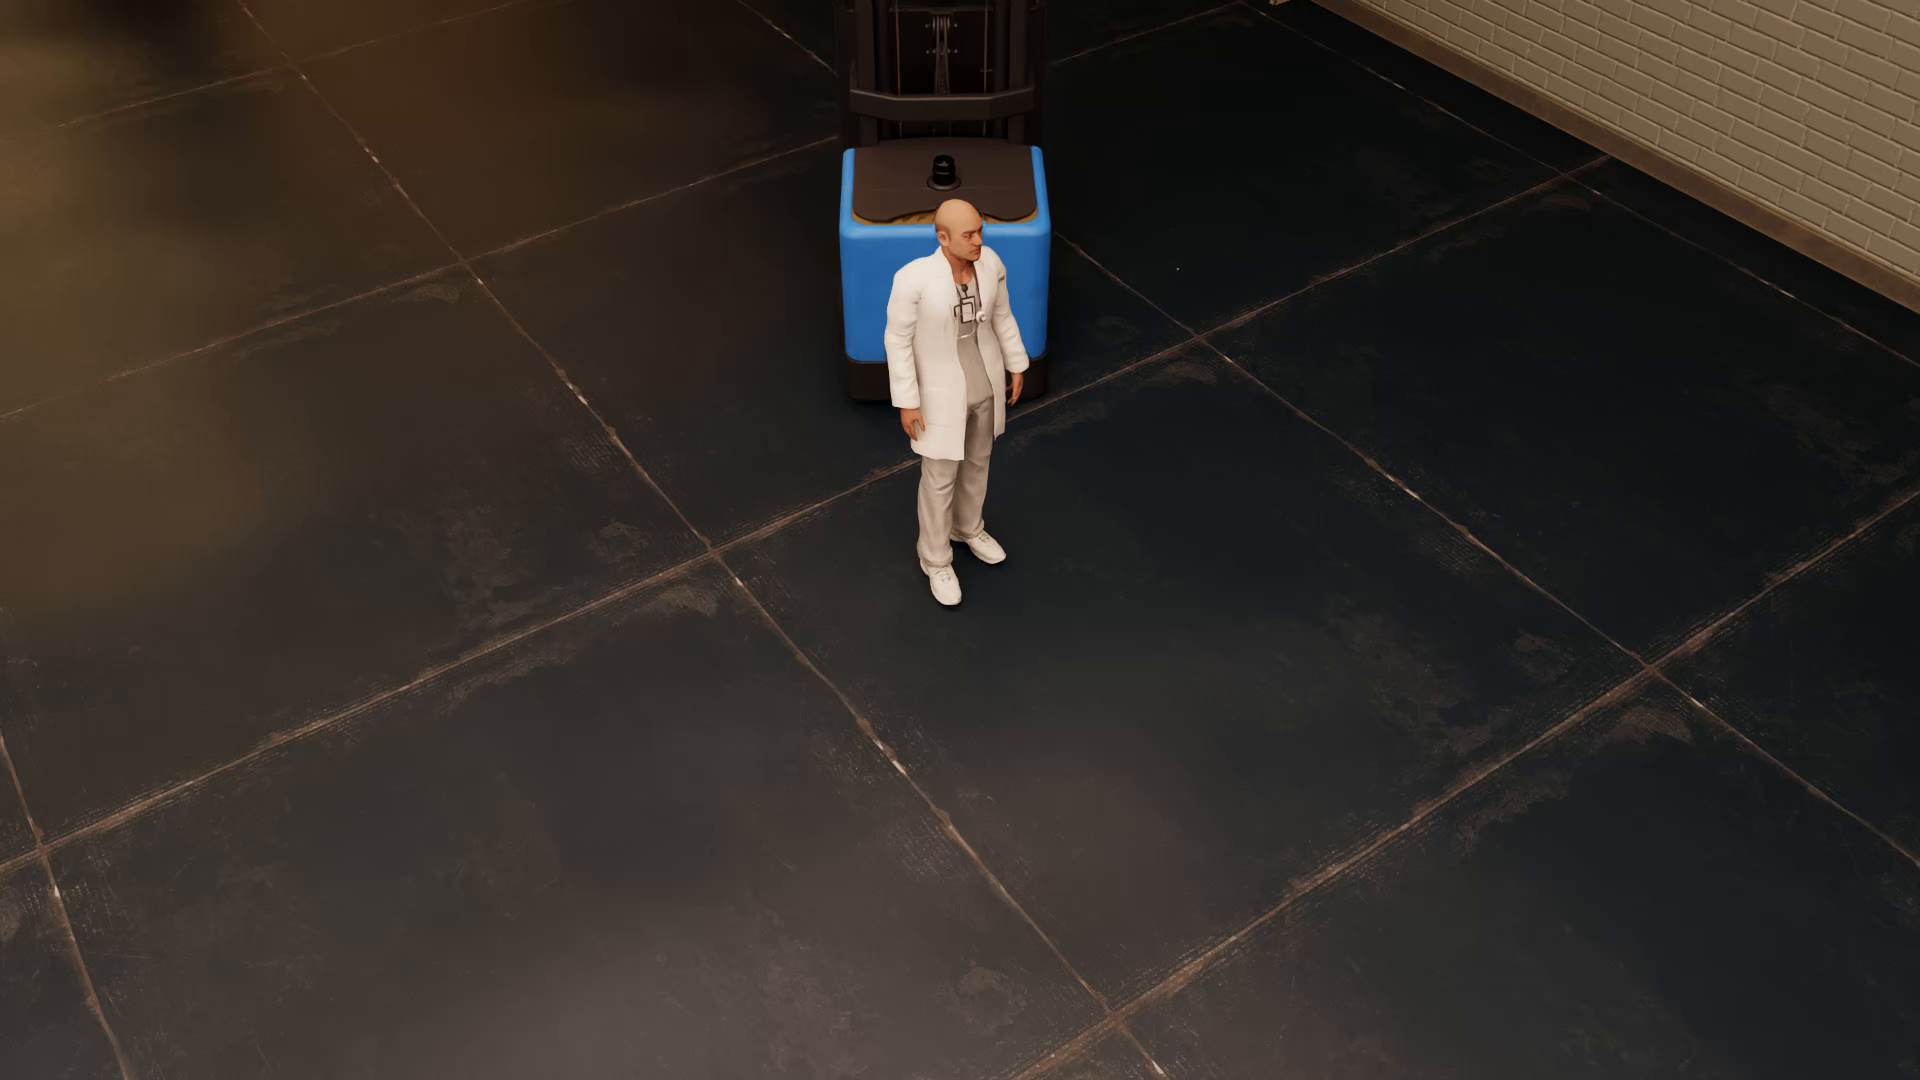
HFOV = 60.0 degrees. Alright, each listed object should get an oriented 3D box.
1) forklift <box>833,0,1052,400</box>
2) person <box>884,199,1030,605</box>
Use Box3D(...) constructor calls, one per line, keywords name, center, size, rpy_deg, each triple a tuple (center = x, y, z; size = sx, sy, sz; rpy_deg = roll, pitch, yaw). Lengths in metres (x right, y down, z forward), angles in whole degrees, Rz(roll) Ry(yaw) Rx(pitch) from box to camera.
Box3D(name="forklift", center=(-0.105, -2.775, 8.727), size=(1.130, 2.935, 3.031), rpy_deg=(-1, 43, -1))
Box3D(name="person", center=(0.049, -0.607, 7.214), size=(0.698, 1.778, 0.578), rpy_deg=(-25, 48, -25))
